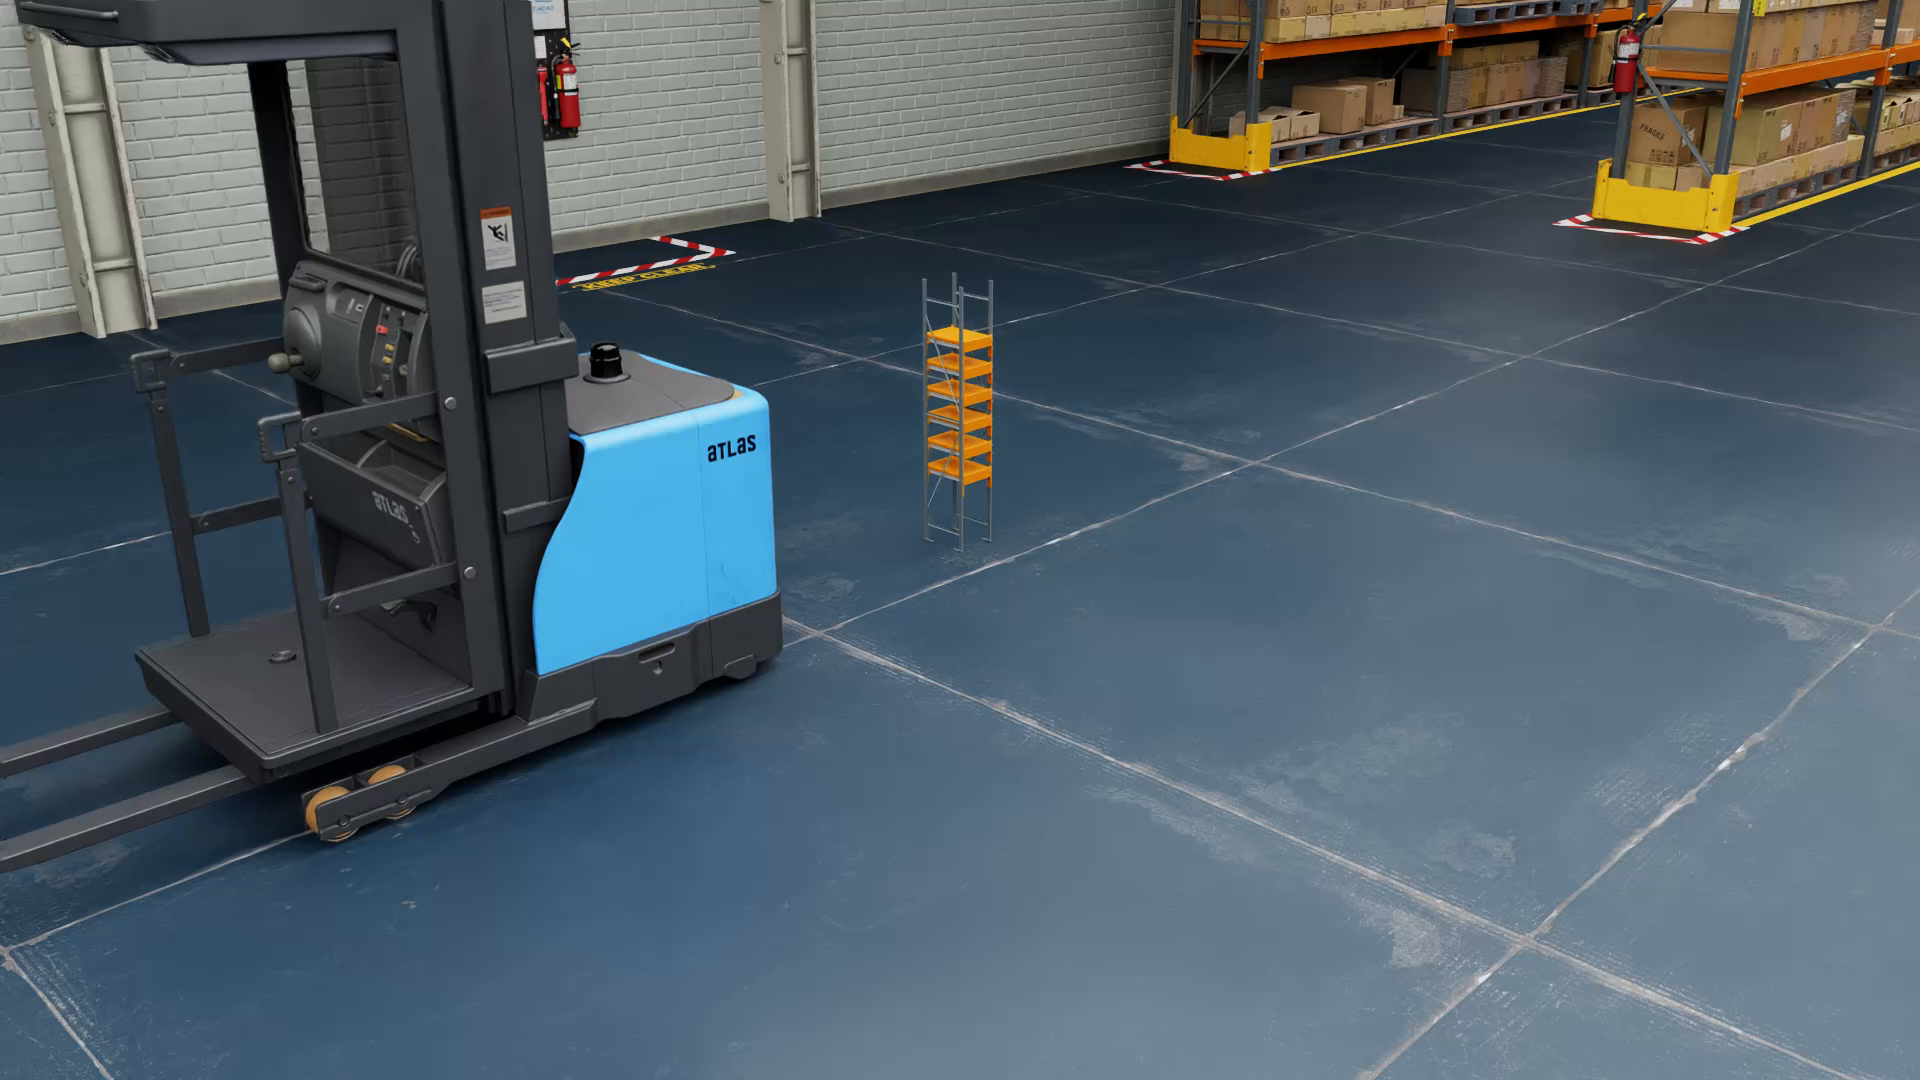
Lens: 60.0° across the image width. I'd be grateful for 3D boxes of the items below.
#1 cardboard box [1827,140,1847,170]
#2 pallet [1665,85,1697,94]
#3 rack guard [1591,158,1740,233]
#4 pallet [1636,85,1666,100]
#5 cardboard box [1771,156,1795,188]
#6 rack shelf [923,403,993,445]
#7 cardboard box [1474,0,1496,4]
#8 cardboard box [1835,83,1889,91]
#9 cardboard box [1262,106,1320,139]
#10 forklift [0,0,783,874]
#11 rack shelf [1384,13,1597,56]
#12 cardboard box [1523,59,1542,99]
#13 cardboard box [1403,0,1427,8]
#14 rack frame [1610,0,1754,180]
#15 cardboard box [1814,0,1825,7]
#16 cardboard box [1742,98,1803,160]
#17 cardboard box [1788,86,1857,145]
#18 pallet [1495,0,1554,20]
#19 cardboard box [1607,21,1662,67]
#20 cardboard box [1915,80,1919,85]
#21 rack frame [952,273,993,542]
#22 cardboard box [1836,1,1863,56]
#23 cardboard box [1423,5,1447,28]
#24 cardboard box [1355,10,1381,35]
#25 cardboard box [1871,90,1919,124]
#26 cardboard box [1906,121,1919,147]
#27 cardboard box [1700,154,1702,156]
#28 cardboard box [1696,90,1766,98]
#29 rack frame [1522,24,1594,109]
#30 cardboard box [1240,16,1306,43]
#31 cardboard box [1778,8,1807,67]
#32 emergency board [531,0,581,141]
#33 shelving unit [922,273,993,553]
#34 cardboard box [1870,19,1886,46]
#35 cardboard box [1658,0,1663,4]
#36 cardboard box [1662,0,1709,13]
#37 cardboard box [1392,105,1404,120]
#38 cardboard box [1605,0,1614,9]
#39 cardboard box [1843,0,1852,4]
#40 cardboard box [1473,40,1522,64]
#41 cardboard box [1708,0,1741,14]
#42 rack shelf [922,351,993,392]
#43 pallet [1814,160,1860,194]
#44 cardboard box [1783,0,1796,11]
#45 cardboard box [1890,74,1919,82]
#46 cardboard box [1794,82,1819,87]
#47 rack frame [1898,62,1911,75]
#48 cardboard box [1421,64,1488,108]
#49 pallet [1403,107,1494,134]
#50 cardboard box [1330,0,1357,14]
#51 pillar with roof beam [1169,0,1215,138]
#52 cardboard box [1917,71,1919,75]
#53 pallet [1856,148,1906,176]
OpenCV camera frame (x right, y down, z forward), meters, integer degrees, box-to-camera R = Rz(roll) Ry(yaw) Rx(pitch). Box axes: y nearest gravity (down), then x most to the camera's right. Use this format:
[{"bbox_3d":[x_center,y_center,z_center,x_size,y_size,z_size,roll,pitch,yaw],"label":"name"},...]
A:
[{"bbox_3d":[8.615,-3.920,16.840,0.500,0.250,0.500,19,28,41],"label":"cardboard box"},{"bbox_3d":[10.683,-7.084,25.711,1.003,0.211,1.213,19,28,41],"label":"pallet"},{"bbox_3d":[6.331,-3.106,14.959,1.175,0.500,0.348,19,28,41],"label":"rack guard"},{"bbox_3d":[9.831,-6.769,24.891,1.003,0.211,1.213,19,28,41],"label":"pallet"},{"bbox_3d":[7.576,-3.532,15.830,0.500,0.250,0.500,19,28,41],"label":"cardboard box"},{"bbox_3d":[-0.010,-0.515,7.366,0.258,0.103,0.180,19,28,41],"label":"rack shelf"},{"bbox_3d":[6.360,-7.062,21.016,0.500,0.500,0.700,-17,27,-37],"label":"cardboard box"},{"bbox_3d":[10.276,-5.049,18.995,0.500,0.311,0.500,19,28,40],"label":"cardboard box"},{"bbox_3d":[3.740,-4.770,18.939,0.500,0.311,0.500,-17,27,-38],"label":"cardboard box"},{"bbox_3d":[-2.080,-0.644,5.166,3.031,2.935,1.130,-19,28,-41],"label":"forklift"},{"bbox_3d":[6.981,-6.725,21.892,1.077,0.370,4.000,19,28,41],"label":"rack shelf"},{"bbox_3d":[7.469,-6.312,22.686,0.700,0.500,0.500,19,28,41],"label":"cardboard box"},{"bbox_3d":[5.134,-6.507,19.459,0.500,0.500,0.500,19,28,40],"label":"cardboard box"},{"bbox_3d":[6.347,-4.279,14.527,1.000,3.000,0.127,19,28,41],"label":"rack frame"},{"bbox_3d":[7.848,-5.071,15.542,0.380,0.149,0.250,20,28,41],"label":"cardboard box"},{"bbox_3d":[7.568,-3.885,15.703,0.500,0.500,0.500,19,28,41],"label":"cardboard box"},{"bbox_3d":[8.614,-4.270,16.706,0.500,0.500,0.500,19,28,41],"label":"cardboard box"},{"bbox_3d":[7.025,-6.966,21.784,1.003,0.211,1.213,19,28,41],"label":"pallet"},{"bbox_3d":[10.189,-7.366,24.970,0.750,0.750,0.750,-19,28,-40],"label":"cardboard box"},{"bbox_3d":[11.381,-5.178,19.332,0.500,0.311,0.500,19,28,40],"label":"cardboard box"},{"bbox_3d":[0.054,-0.580,7.411,0.240,1.200,0.006,19,28,41],"label":"rack frame"},{"bbox_3d":[8.469,-5.101,16.526,0.700,0.500,0.500,19,28,40],"label":"cardboard box"},{"bbox_3d":[5.473,-6.288,19.934,0.500,0.250,0.500,19,28,41],"label":"cardboard box"},{"bbox_3d":[4.429,-5.899,18.923,0.500,0.250,0.500,20,28,41],"label":"cardboard box"},{"bbox_3d":[10.318,-4.786,18.312,0.500,0.311,0.500,18,27,39],"label":"cardboard box"},{"bbox_3d":[10.314,-4.527,18.418,0.500,0.250,0.500,18,28,39],"label":"cardboard box"},{"bbox_3d":[6.850,-3.535,15.838,0.500,0.250,0.500,19,28,41],"label":"cardboard box"},{"bbox_3d":[7.545,-4.143,16.375,0.500,0.500,0.500,19,28,41],"label":"cardboard box"},{"bbox_3d":[8.376,-7.574,23.100,1.000,3.000,0.127,19,28,41],"label":"rack frame"},{"bbox_3d":[3.363,-5.503,17.893,0.500,0.250,0.500,18,28,39],"label":"cardboard box"},{"bbox_3d":[7.396,-4.705,15.496,0.700,0.500,0.500,19,28,41],"label":"cardboard box"},{"bbox_3d":[-3.273,-3.746,13.141,0.194,1.169,0.643,19,28,41],"label":"emergency board"},{"bbox_3d":[-0.010,-0.556,7.350,0.258,1.200,0.189,19,28,41],"label":"shelving unit"},{"bbox_3d":[9.450,-5.375,17.587,0.500,0.250,0.500,-18,27,-39],"label":"cardboard box"},{"bbox_3d":[10.216,-8.021,24.585,0.380,0.149,0.250,18,28,39],"label":"cardboard box"},{"bbox_3d":[6.477,-4.775,14.772,0.380,0.149,0.250,19,28,40],"label":"cardboard box"},{"bbox_3d":[5.234,-5.284,20.477,0.380,0.166,0.250,15,26,34],"label":"cardboard box"},{"bbox_3d":[8.954,-7.556,23.374,0.250,0.149,0.380,-20,29,-41],"label":"cardboard box"},{"bbox_3d":[8.390,-5.272,16.067,0.380,0.149,0.250,19,28,40],"label":"cardboard box"},{"bbox_3d":[7.114,-6.501,22.132,0.500,0.250,0.500,19,28,40],"label":"cardboard box"},{"bbox_3d":[6.775,-4.676,14.515,0.380,0.149,0.250,19,28,40],"label":"cardboard box"},{"bbox_3d":[-0.010,-0.739,7.279,0.258,0.103,0.180,19,28,41],"label":"rack shelf"},{"bbox_3d":[8.553,-3.812,17.198,1.003,0.211,1.213,19,28,41],"label":"pallet"},{"bbox_3d":[7.310,-4.872,15.026,0.380,0.149,0.250,19,28,40],"label":"cardboard box"},{"bbox_3d":[11.352,-5.449,20.036,0.500,0.311,0.500,-19,28,-40],"label":"cardboard box"},{"bbox_3d":[8.590,-4.529,17.379,0.500,0.500,0.500,19,28,41],"label":"cardboard box"},{"bbox_3d":[11.928,-6.336,19.877,1.000,3.000,0.127,19,28,41],"label":"rack frame"},{"bbox_3d":[6.412,-5.924,21.676,0.700,0.500,0.500,19,28,40],"label":"cardboard box"},{"bbox_3d":[6.128,-5.445,21.447,1.003,0.211,1.213,19,28,41],"label":"pallet"},{"bbox_3d":[4.061,-6.111,18.428,0.500,0.500,0.500,18,27,39],"label":"cardboard box"},{"bbox_3d":[5.749,-7.637,14.902,9.100,9.000,0.400,19,28,41],"label":"pillar with roof beam"},{"bbox_3d":[12.413,-5.673,21.025,0.500,0.500,0.500,-19,28,-40],"label":"cardboard box"},{"bbox_3d":[9.624,-4.205,18.220,1.003,0.211,1.213,19,28,41],"label":"pallet"}]
